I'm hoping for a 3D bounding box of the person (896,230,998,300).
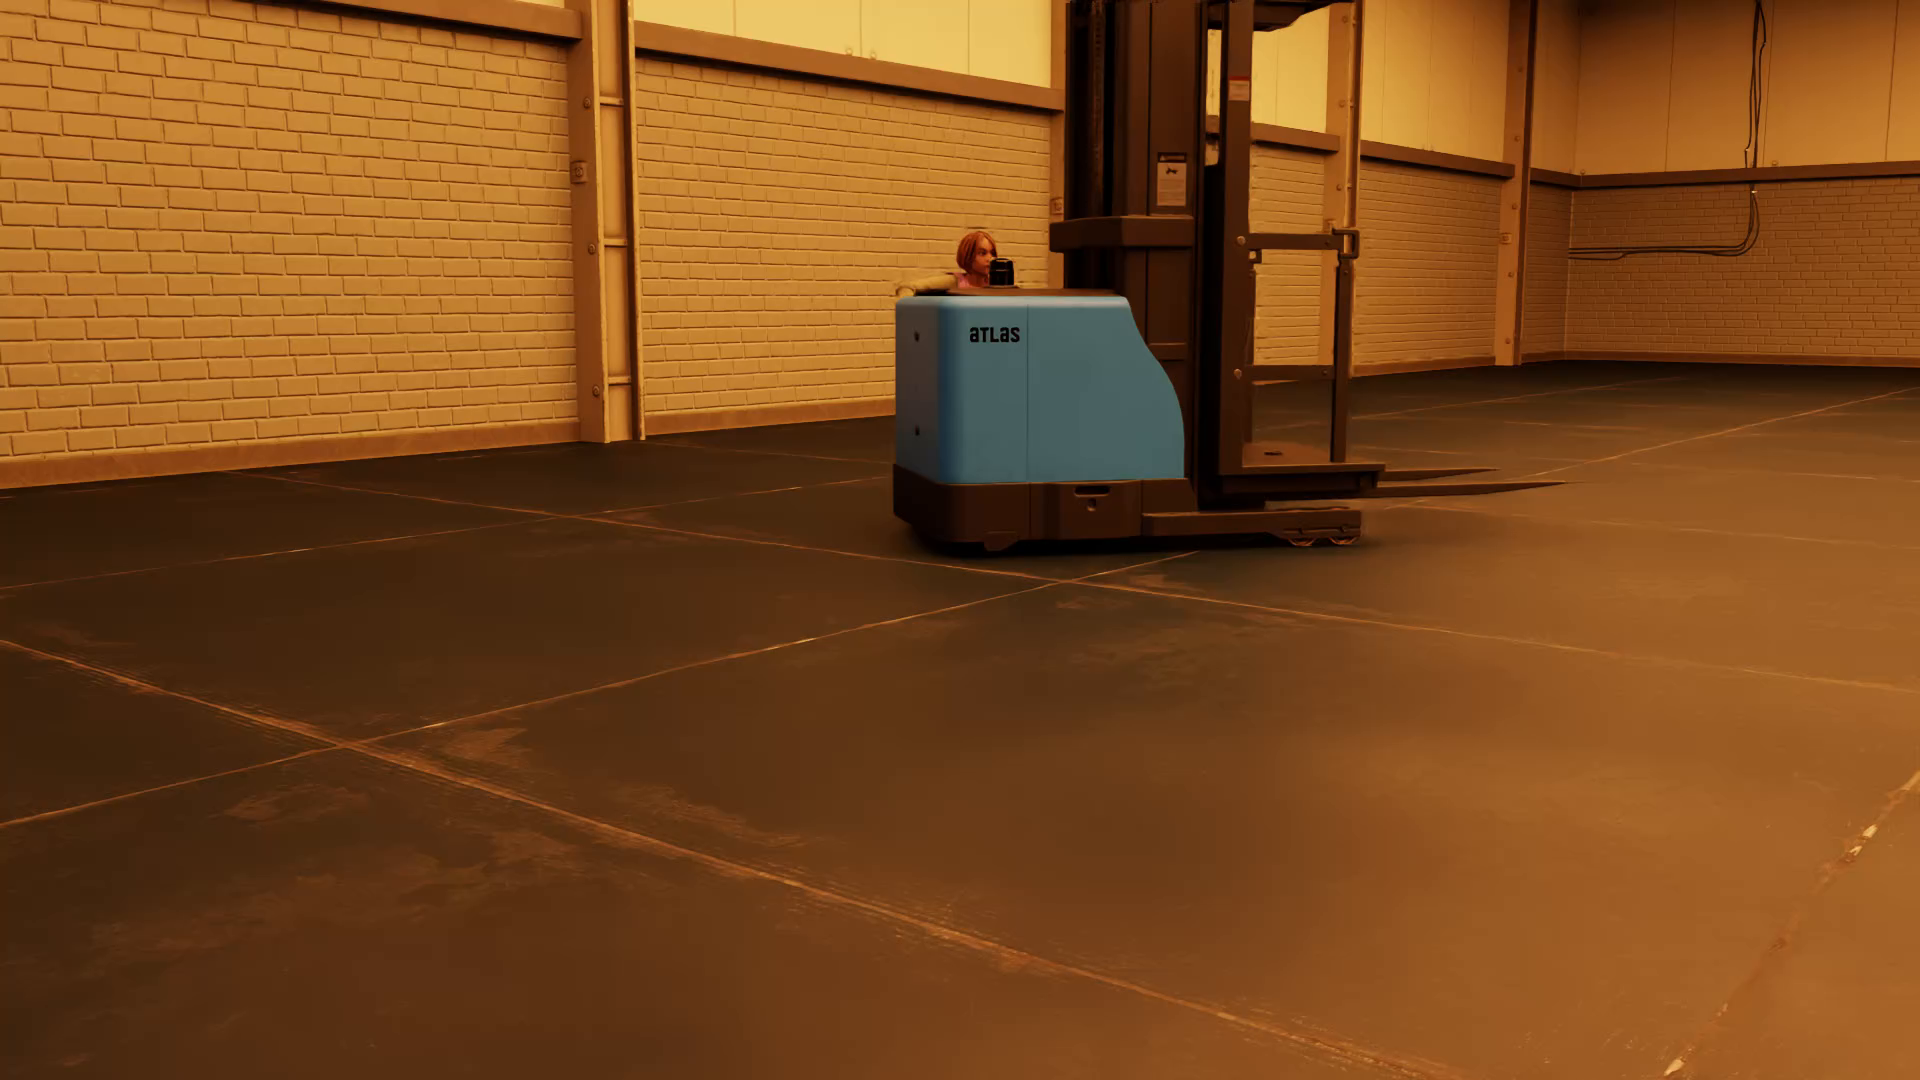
[{"bbox_3d":[0.153,-0.769,7.885,0.946,1.363,0.743,-6,10,-34],"label":"person"}]

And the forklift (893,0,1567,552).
[{"bbox_3d":[1.263,-1.491,7.472,3.031,2.935,1.130,-2,9,-14],"label":"forklift"}]
